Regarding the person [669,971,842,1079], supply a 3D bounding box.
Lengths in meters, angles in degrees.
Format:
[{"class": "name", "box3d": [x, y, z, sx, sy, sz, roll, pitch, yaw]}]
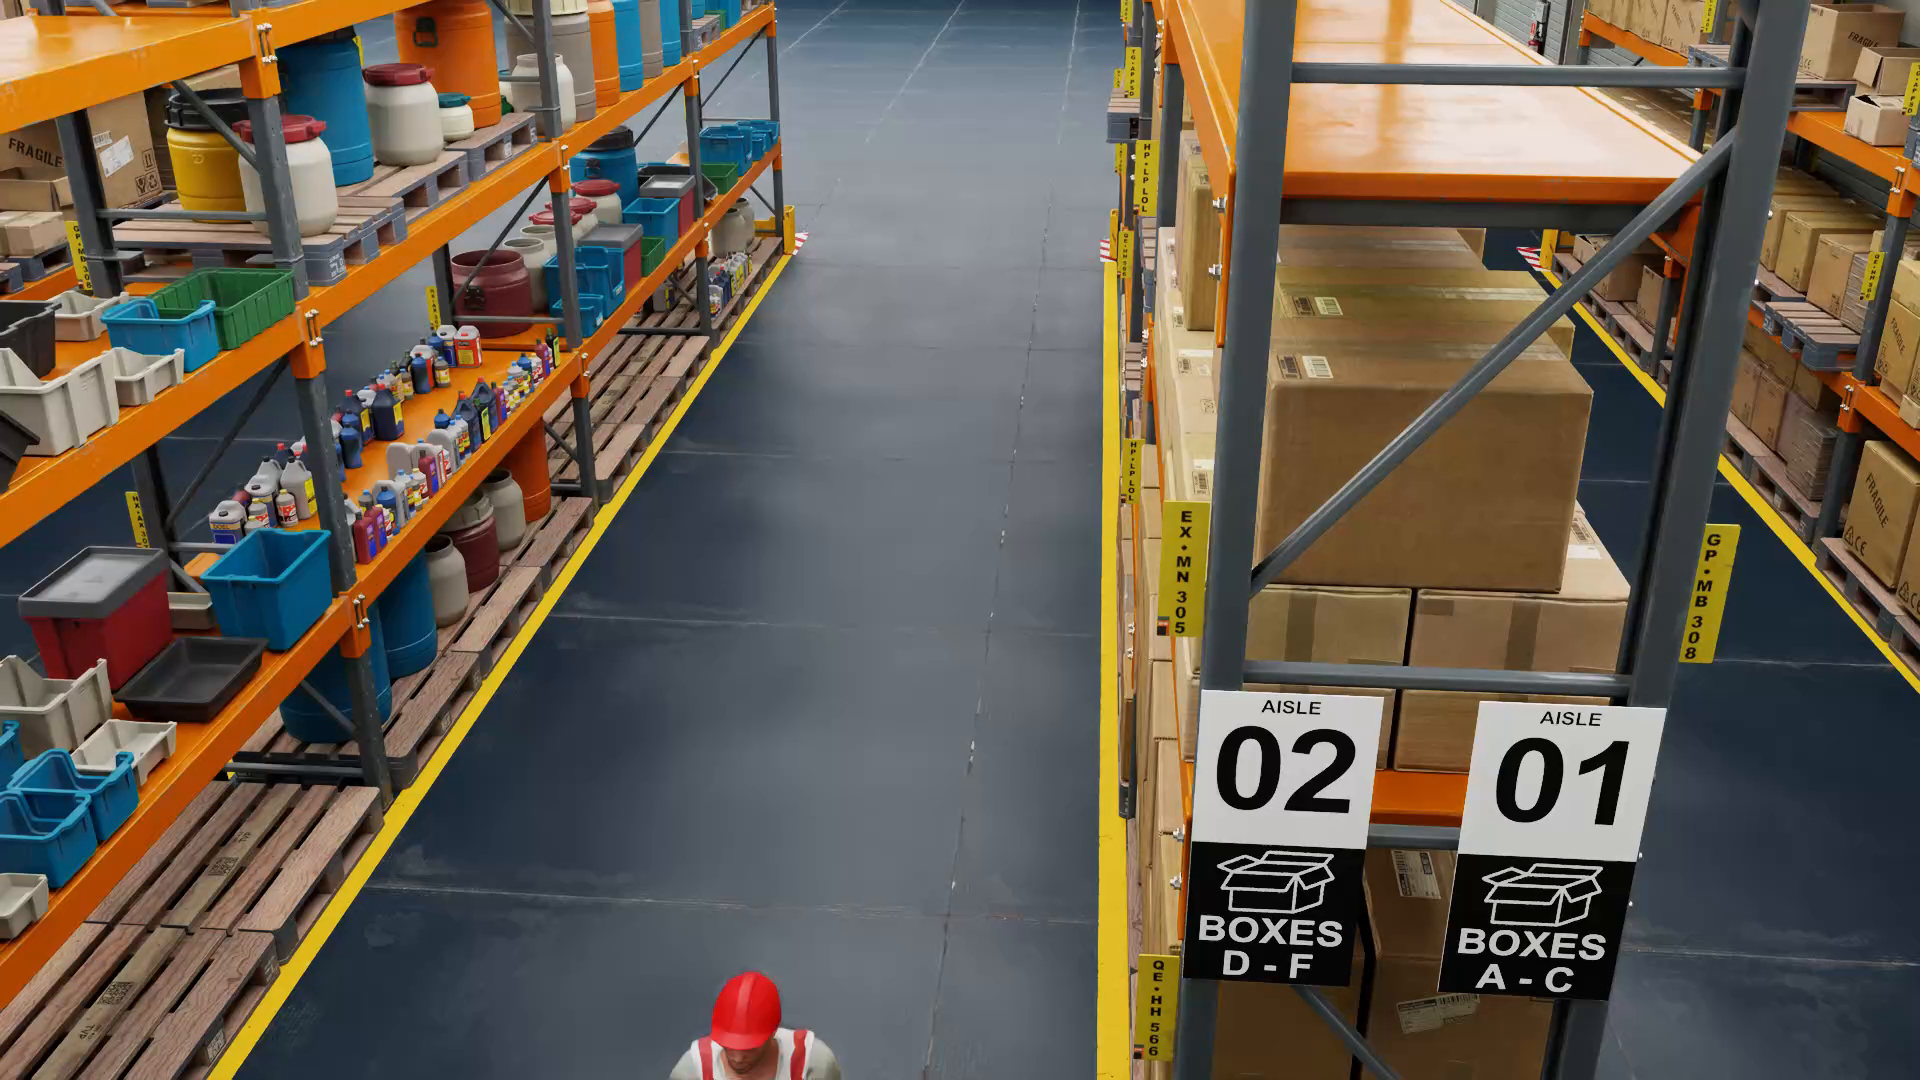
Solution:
[{"class": "person", "box3d": [-0.618, 2.126, 5.249, 0.629, 1.826, 0.462, 1, 24, 2]}]
